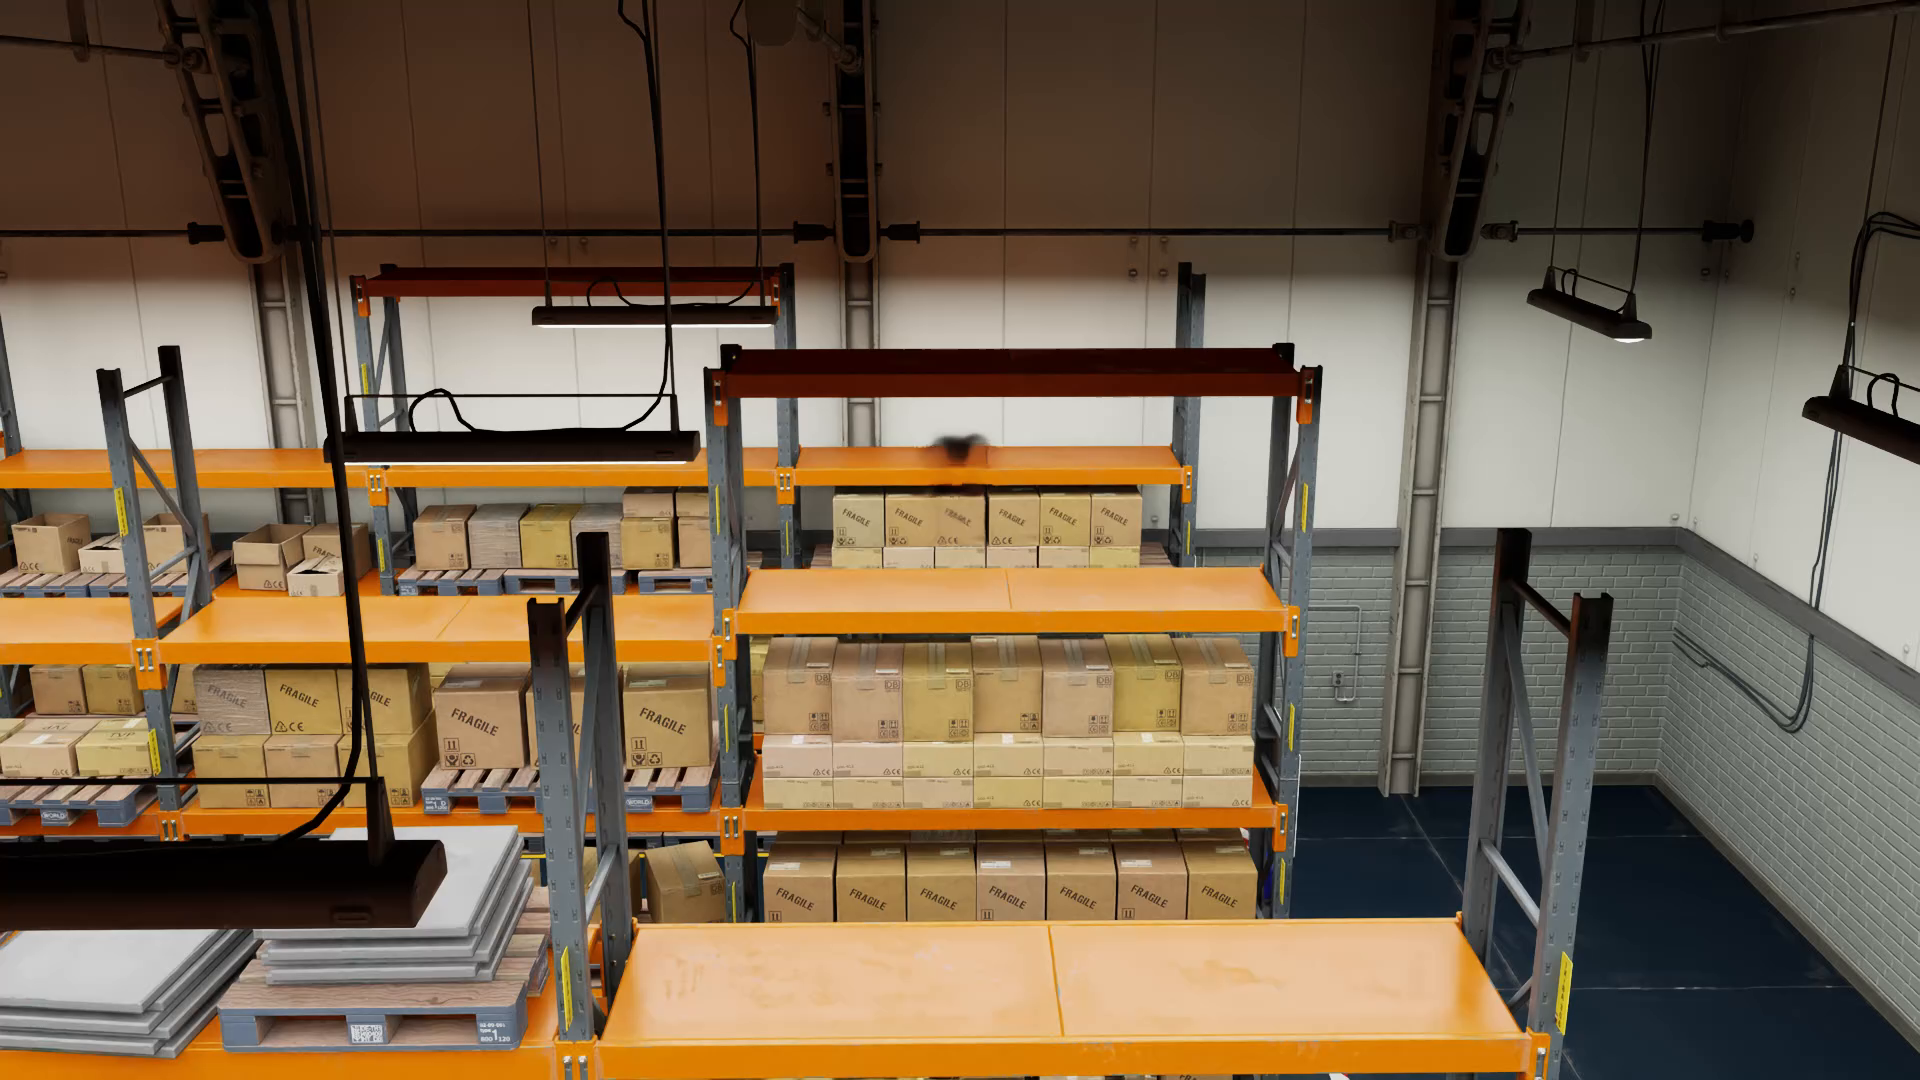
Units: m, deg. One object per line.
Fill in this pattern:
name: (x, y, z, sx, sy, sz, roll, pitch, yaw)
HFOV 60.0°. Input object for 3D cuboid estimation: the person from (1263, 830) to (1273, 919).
person: (2.567, 3.243, 14.445, 0.455, 1.671, 0.366, 8, 18, 26)
